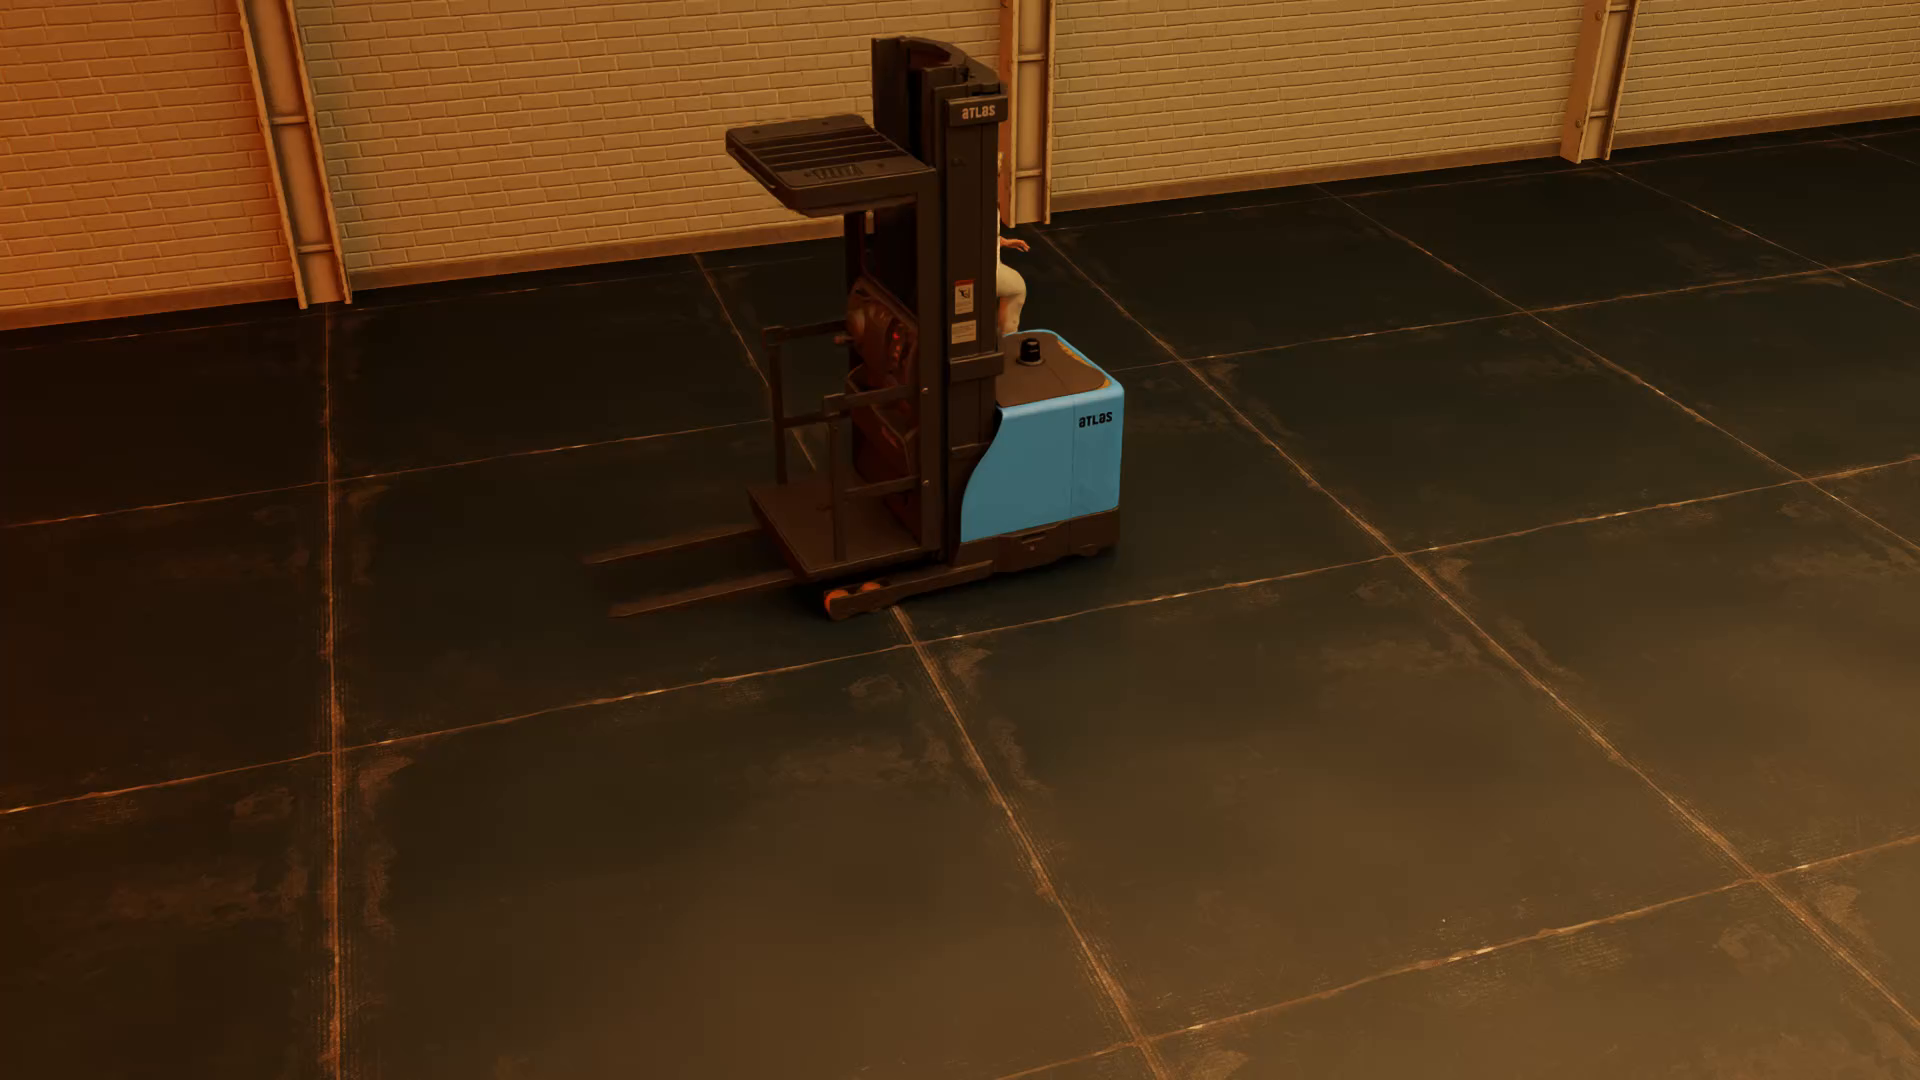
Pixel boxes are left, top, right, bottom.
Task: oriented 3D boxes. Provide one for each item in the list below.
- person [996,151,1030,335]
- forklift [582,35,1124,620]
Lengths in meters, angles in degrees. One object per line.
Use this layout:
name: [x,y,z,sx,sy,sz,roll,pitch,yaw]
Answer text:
person: [0.247,-2.010,11.963,0.791,1.584,0.774,-19,35,-30]
forklift: [-0.616,-1.125,9.043,3.031,2.935,1.130,-13,32,-21]
